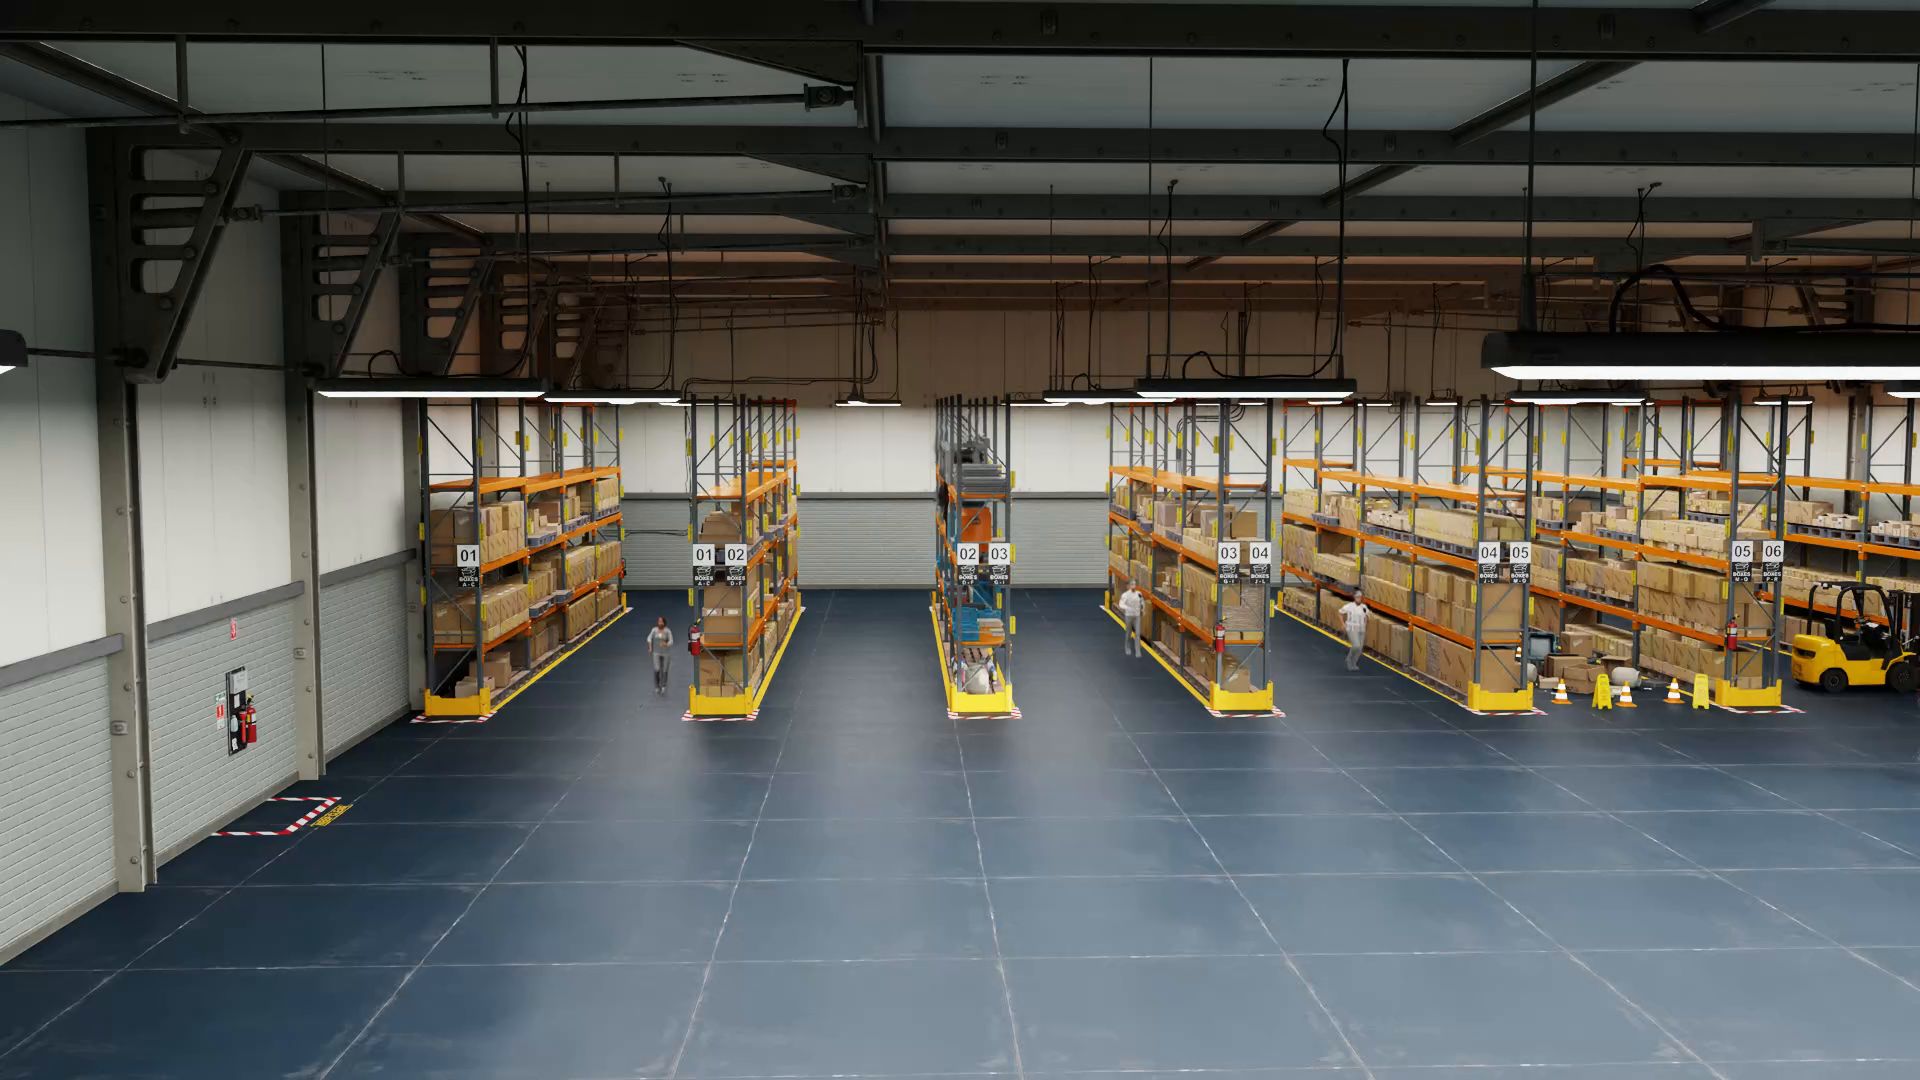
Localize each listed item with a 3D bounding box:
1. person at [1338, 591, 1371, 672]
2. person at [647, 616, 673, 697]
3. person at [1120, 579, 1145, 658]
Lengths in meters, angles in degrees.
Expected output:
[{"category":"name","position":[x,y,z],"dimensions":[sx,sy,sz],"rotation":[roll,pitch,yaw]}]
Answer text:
[{"category":"person","position":[8.668,1.986,36.292],"dimensions":[0.652,1.773,0.653],"rotation":[-1,5,-15]},{"category":"person","position":[-5.967,2.315,33.137],"dimensions":[0.505,1.597,0.667],"rotation":[-1,5,-11]},{"category":"person","position":[3.804,1.701,36.536],"dimensions":[0.617,1.728,0.862],"rotation":[-1,5,-8]}]
